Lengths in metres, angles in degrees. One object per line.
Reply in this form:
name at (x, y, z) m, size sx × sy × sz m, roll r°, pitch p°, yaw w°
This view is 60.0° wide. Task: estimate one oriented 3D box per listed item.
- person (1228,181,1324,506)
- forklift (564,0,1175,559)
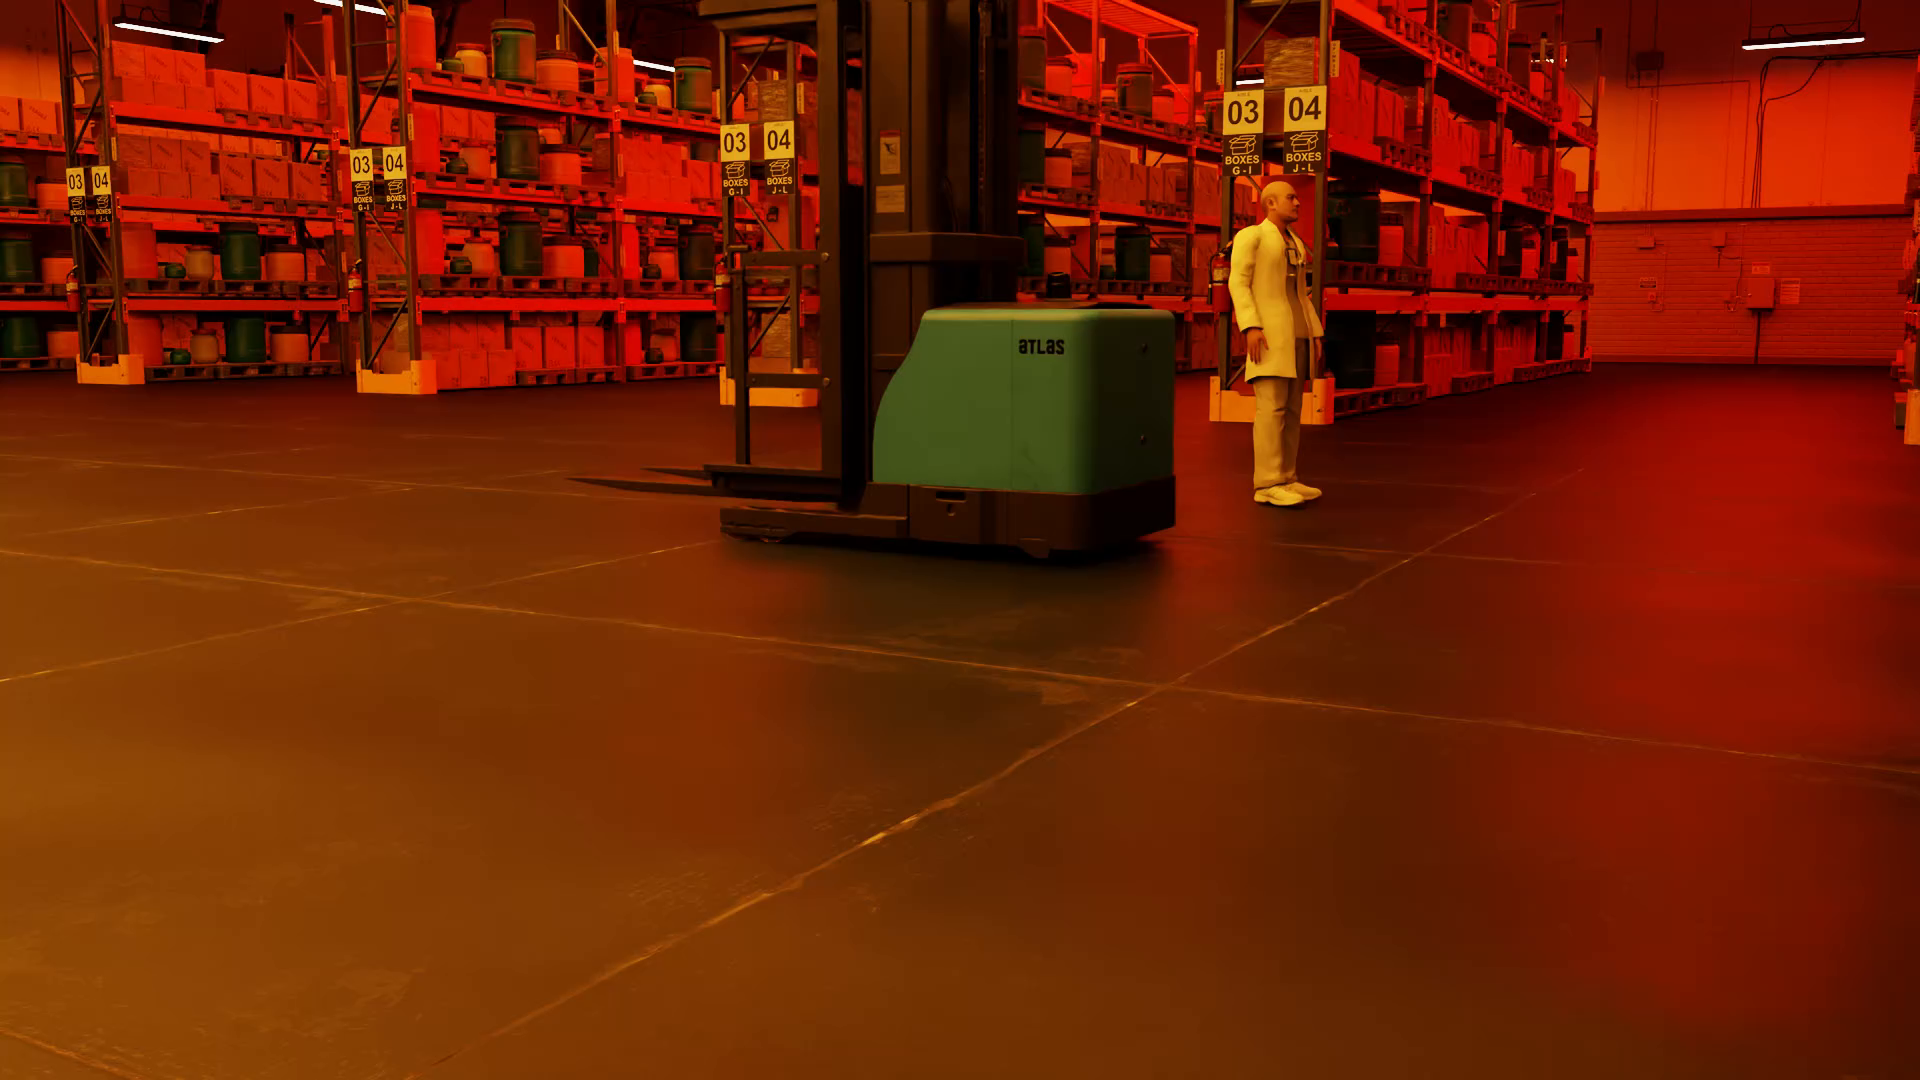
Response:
person at (1.860, -1.106, 9.280) m, size 0.696 × 1.776 × 0.582 m, roll -7°, pitch 11°, yaw -43°
forklift at (-0.540, -1.491, 7.898) m, size 3.031 × 2.935 × 1.130 m, roll 4°, pitch 9°, yaw 28°
